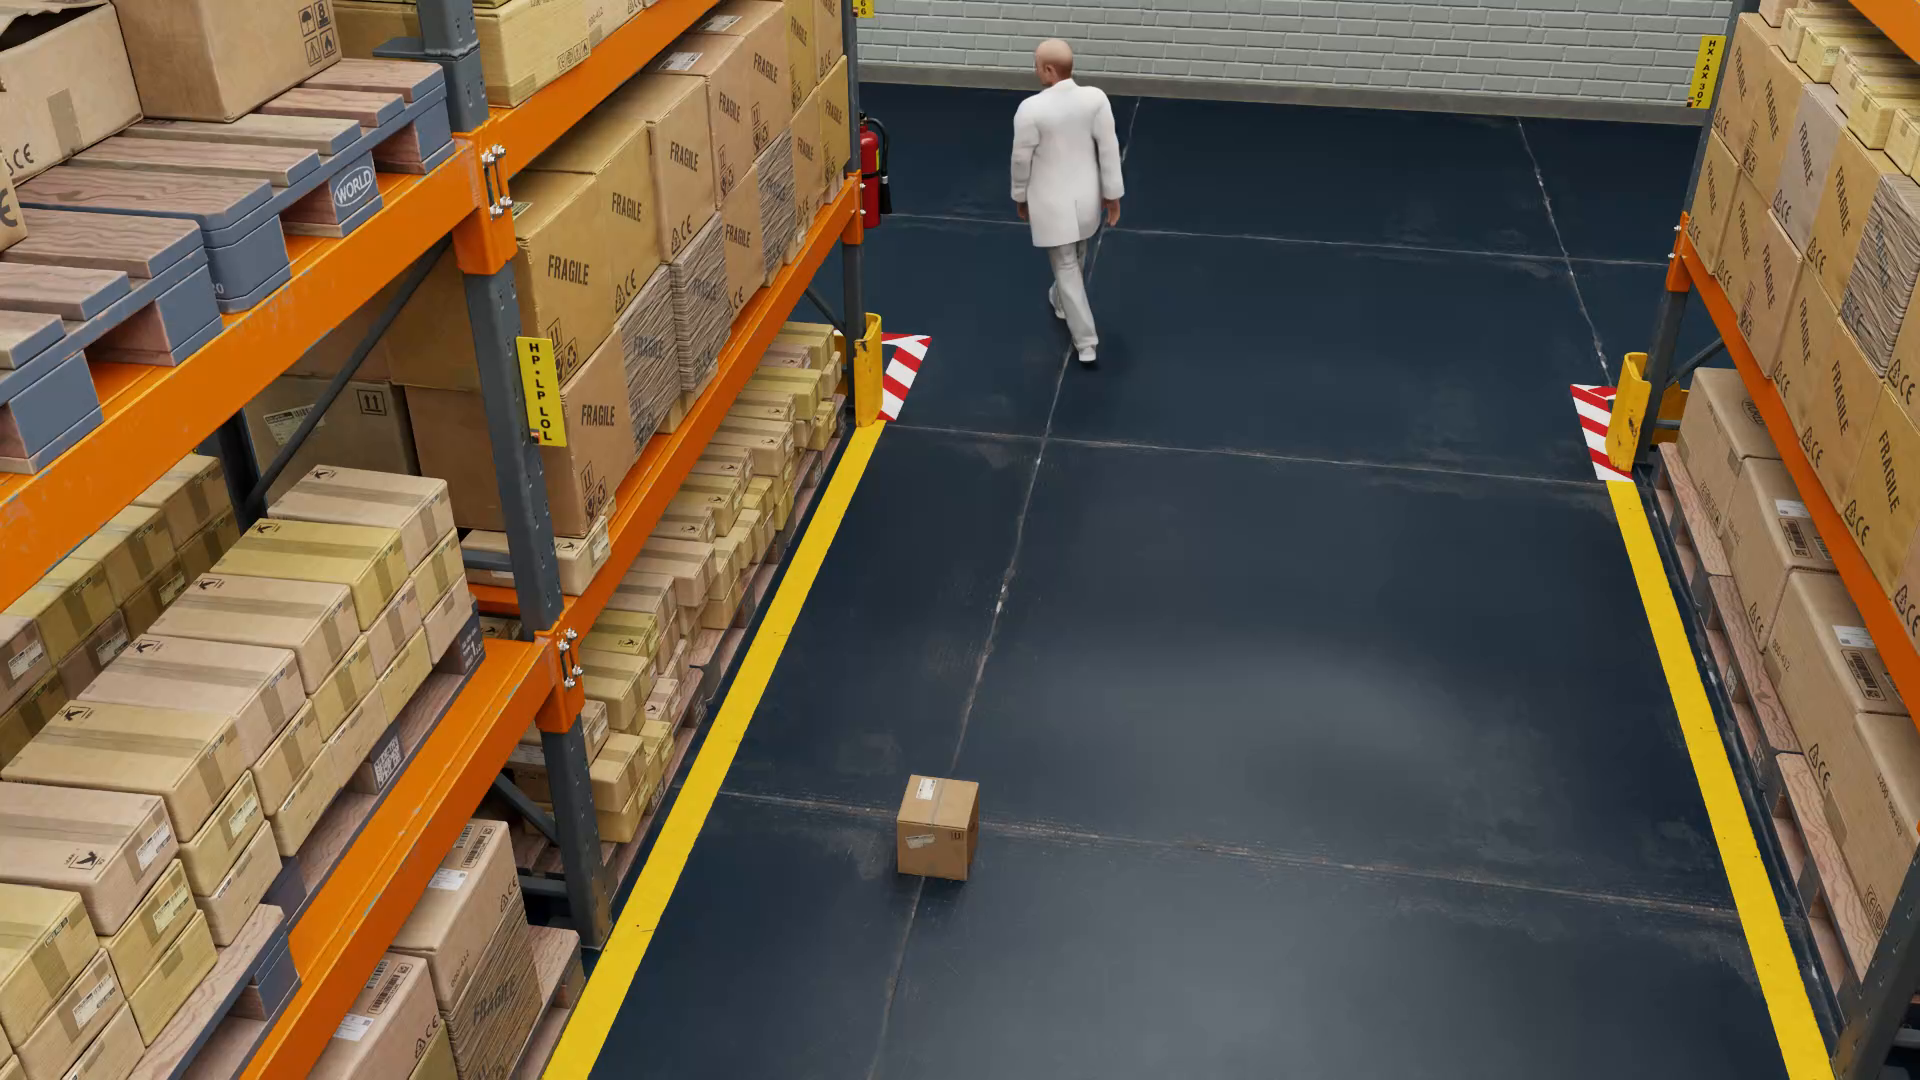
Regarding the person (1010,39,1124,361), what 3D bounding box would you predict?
[{"bbox_3d":[0.542,-1.936,9.233,0.618,1.730,0.972,-11,34,-17],"label":"person"}]
